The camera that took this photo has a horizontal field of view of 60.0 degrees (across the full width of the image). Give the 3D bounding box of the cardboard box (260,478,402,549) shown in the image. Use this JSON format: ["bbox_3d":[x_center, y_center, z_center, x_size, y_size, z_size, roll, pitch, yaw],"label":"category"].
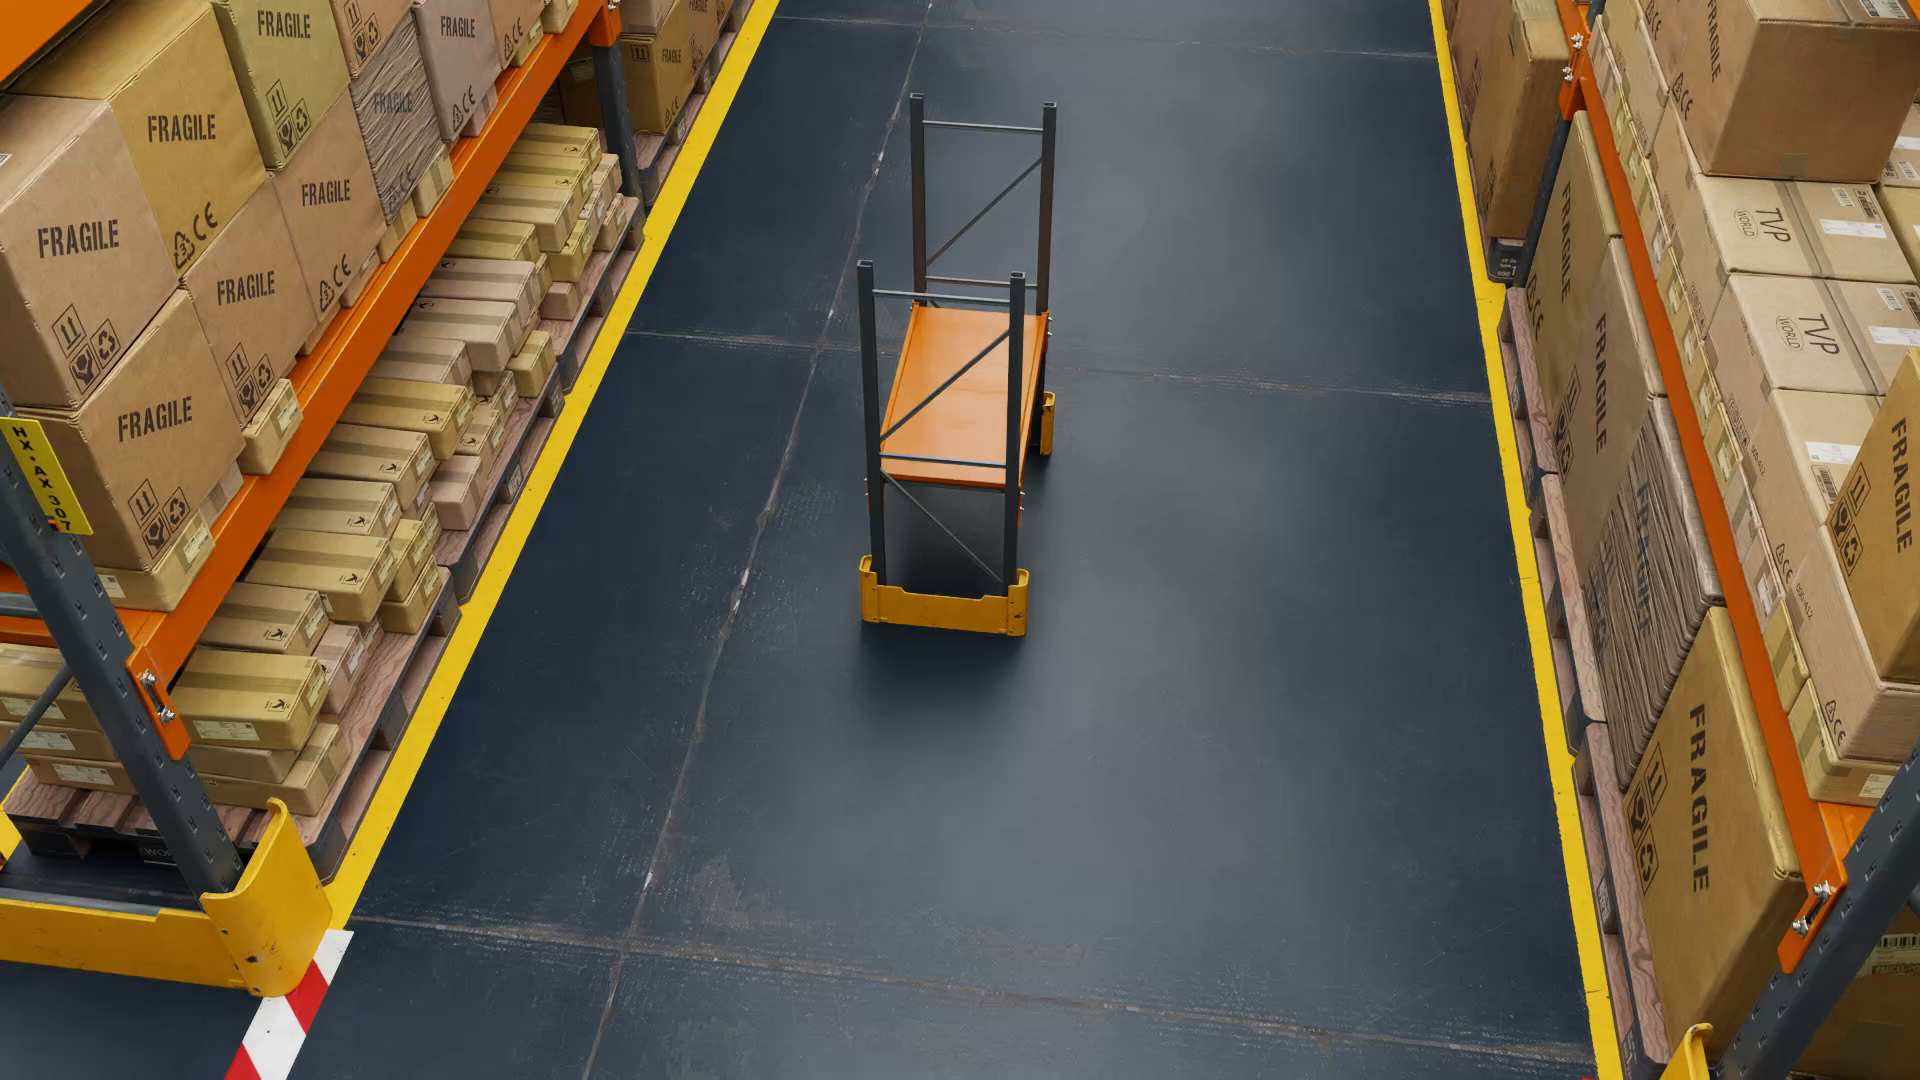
[{"bbox_3d":[-2.075,-0.064,5.472,0.380,0.149,0.250,3,44,3],"label":"cardboard box"}]

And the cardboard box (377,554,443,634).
[{"bbox_3d":[-2.001,0.165,5.662,0.380,0.149,0.250,6,44,6],"label":"cardboard box"}]

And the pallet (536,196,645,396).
[{"bbox_3d":[-2.034,-1.122,7.281,1.003,0.211,1.213,5,44,6],"label":"pallet"}]

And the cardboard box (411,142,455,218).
[{"bbox_3d":[-1.922,-1.216,5.536,0.380,0.149,0.250,6,44,6],"label":"cardboard box"}]

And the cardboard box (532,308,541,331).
[{"bbox_3d":[-1.938,-0.891,6.777,0.380,0.149,0.250,4,44,4],"label":"cardboard box"}]

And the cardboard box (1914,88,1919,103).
[{"bbox_3d":[3.056,-1.723,5.235,0.500,0.500,0.500,6,44,6],"label":"cardboard box"}]

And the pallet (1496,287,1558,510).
[{"bbox_3d":[2.744,-0.552,6.679,1.003,0.211,1.213,5,44,6],"label":"pallet"}]

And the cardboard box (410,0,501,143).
[{"bbox_3d":[-1.901,-1.692,5.566,0.500,0.500,0.500,5,44,5],"label":"cardboard box"}]

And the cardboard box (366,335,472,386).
[{"bbox_3d":[-2.011,-0.608,6.045,0.380,0.149,0.250,5,44,6],"label":"cardboard box"}]

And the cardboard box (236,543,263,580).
[{"bbox_3d":[-2.518,-0.008,5.629,0.380,0.149,0.250,5,44,5],"label":"cardboard box"}]

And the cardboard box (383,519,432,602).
[{"bbox_3d":[-2.007,0.050,5.567,0.380,0.149,0.250,7,44,7],"label":"cardboard box"}]

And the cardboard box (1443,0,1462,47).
[{"bbox_3d":[3.214,-3.107,8.590,1.225,0.875,0.875,5,44,6],"label":"cardboard box"}]

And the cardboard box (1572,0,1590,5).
[{"bbox_3d":[2.714,-2.456,6.589,0.500,0.500,0.500,5,44,6],"label":"cardboard box"}]

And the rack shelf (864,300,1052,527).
[{"bbox_3d":[0.011,-0.472,5.919,0.538,0.185,1.000,5,44,6],"label":"rack shelf"}]

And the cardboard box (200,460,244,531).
[{"bbox_3d":[-2.149,-0.146,4.406,0.380,0.149,0.250,7,44,7],"label":"cardboard box"}]

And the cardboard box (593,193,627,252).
[{"bbox_3d":[-1.695,-1.414,7.330,0.380,0.149,0.250,6,44,6],"label":"cardboard box"}]

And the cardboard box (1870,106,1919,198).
[{"bbox_3d":[2.991,-1.104,5.127,0.500,0.250,0.500,6,44,6],"label":"cardboard box"}]

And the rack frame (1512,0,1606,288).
[{"bbox_3d":[2.923,-2.076,6.260,1.000,3.000,0.127,5,44,6],"label":"rack frame"}]

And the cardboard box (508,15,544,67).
[{"bbox_3d":[-1.807,-1.926,6.285,0.380,0.149,0.250,7,44,7],"label":"cardboard box"}]

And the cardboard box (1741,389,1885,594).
[{"bbox_3d":[2.262,-0.103,4.070,0.500,0.250,0.500,5,44,5],"label":"cardboard box"}]

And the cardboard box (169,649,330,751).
[{"bbox_3d":[-2.103,0.471,4.906,0.380,0.149,0.250,3,44,4],"label":"cardboard box"}]

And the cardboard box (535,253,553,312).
[{"bbox_3d":[-1.879,-1.045,6.724,0.380,0.149,0.250,6,44,6],"label":"cardboard box"}]

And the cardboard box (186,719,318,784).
[{"bbox_3d":[-2.186,0.572,5.016,0.380,0.149,0.250,7,44,7],"label":"cardboard box"}]

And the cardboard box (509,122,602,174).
[{"bbox_3d":[-1.770,-1.663,7.160,0.380,0.149,0.250,6,44,7],"label":"cardboard box"}]

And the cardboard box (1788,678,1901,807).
[{"bbox_3d":[2.114,0.469,3.756,0.380,0.149,0.250,6,44,6],"label":"cardboard box"}]

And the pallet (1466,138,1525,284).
[{"bbox_3d":[2.950,-1.596,7.782,1.003,0.211,1.213,5,44,6],"label":"pallet"}]

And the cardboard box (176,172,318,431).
[{"bbox_3d":[-2.131,-0.662,4.478,0.500,0.500,0.500,5,44,6],"label":"cardboard box"}]

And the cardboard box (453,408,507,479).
[{"bbox_3d":[-1.932,-0.370,6.227,0.380,0.149,0.250,5,44,6],"label":"cardboard box"}]

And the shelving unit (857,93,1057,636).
[{"bbox_3d":[0.010,-0.597,5.789,0.587,1.500,1.083,5,44,6],"label":"shelving unit"}]

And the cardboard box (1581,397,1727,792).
[{"bbox_3d":[2.519,0.206,5.091,0.875,0.875,0.875,5,44,6],"label":"cardboard box"}]

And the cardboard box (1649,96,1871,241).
[{"bbox_3d":[2.467,-1.141,5.166,0.500,0.250,0.500,6,44,7],"label":"cardboard box"}]

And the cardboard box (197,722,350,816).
[{"bbox_3d":[-2.123,0.685,5.113,0.380,0.149,0.250,6,44,6],"label":"cardboard box"}]

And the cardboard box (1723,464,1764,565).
[{"bbox_3d":[2.216,-0.050,4.304,0.380,0.149,0.250,6,44,6],"label":"cardboard box"}]

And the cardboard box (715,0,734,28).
[{"bbox_3d":[-1.496,-3.039,8.790,0.500,0.500,0.500,6,44,6],"label":"cardboard box"}]

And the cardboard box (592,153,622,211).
[{"bbox_3d":[-1.707,-1.577,7.286,0.380,0.149,0.250,6,44,6],"label":"cardboard box"}]

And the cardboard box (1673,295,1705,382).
[{"bbox_3d":[2.317,-0.573,4.856,0.380,0.149,0.250,6,44,6],"label":"cardboard box"}]

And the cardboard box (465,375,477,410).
[{"bbox_3d":[-2.026,-0.511,6.160,0.380,0.149,0.250,7,44,7],"label":"cardboard box"}]

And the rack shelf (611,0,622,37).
[{"bbox_3d":[-1.716,-3.697,8.496,1.077,0.370,4.000,5,44,6],"label":"rack shelf"}]

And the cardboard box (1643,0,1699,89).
[{"bbox_3d":[2.533,-1.763,5.278,0.500,0.500,0.500,5,44,6],"label":"cardboard box"}]

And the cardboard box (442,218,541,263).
[{"bbox_3d":[-1.901,-1.145,6.613,0.380,0.149,0.250,7,44,7],"label":"cardboard box"}]

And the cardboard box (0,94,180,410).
[{"bbox_3d":[-2.187,-0.659,3.748,0.500,0.500,0.500,5,44,5],"label":"cardboard box"}]

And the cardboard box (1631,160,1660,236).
[{"bbox_3d":[2.418,-1.101,5.414,0.380,0.149,0.250,5,44,5],"label":"cardboard box"}]

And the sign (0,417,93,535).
[{"bbox_3d":[-1.971,-0.134,3.581,0.100,0.325,0.005,5,44,6],"label":"sign"}]

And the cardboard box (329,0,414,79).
[{"bbox_3d":[-1.972,-1.703,4.851,0.500,0.500,0.500,4,44,4],"label":"cardboard box"}]

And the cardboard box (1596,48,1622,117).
[{"bbox_3d":[2.519,-1.634,5.977,0.380,0.149,0.250,4,44,4],"label":"cardboard box"}]

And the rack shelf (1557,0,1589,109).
[{"bbox_3d":[3.187,-3.177,7.947,1.077,0.370,4.000,5,44,6],"label":"rack shelf"}]

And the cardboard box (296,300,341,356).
[{"bbox_3d":[-2.102,-0.697,4.987,0.380,0.149,0.250,5,44,5],"label":"cardboard box"}]
